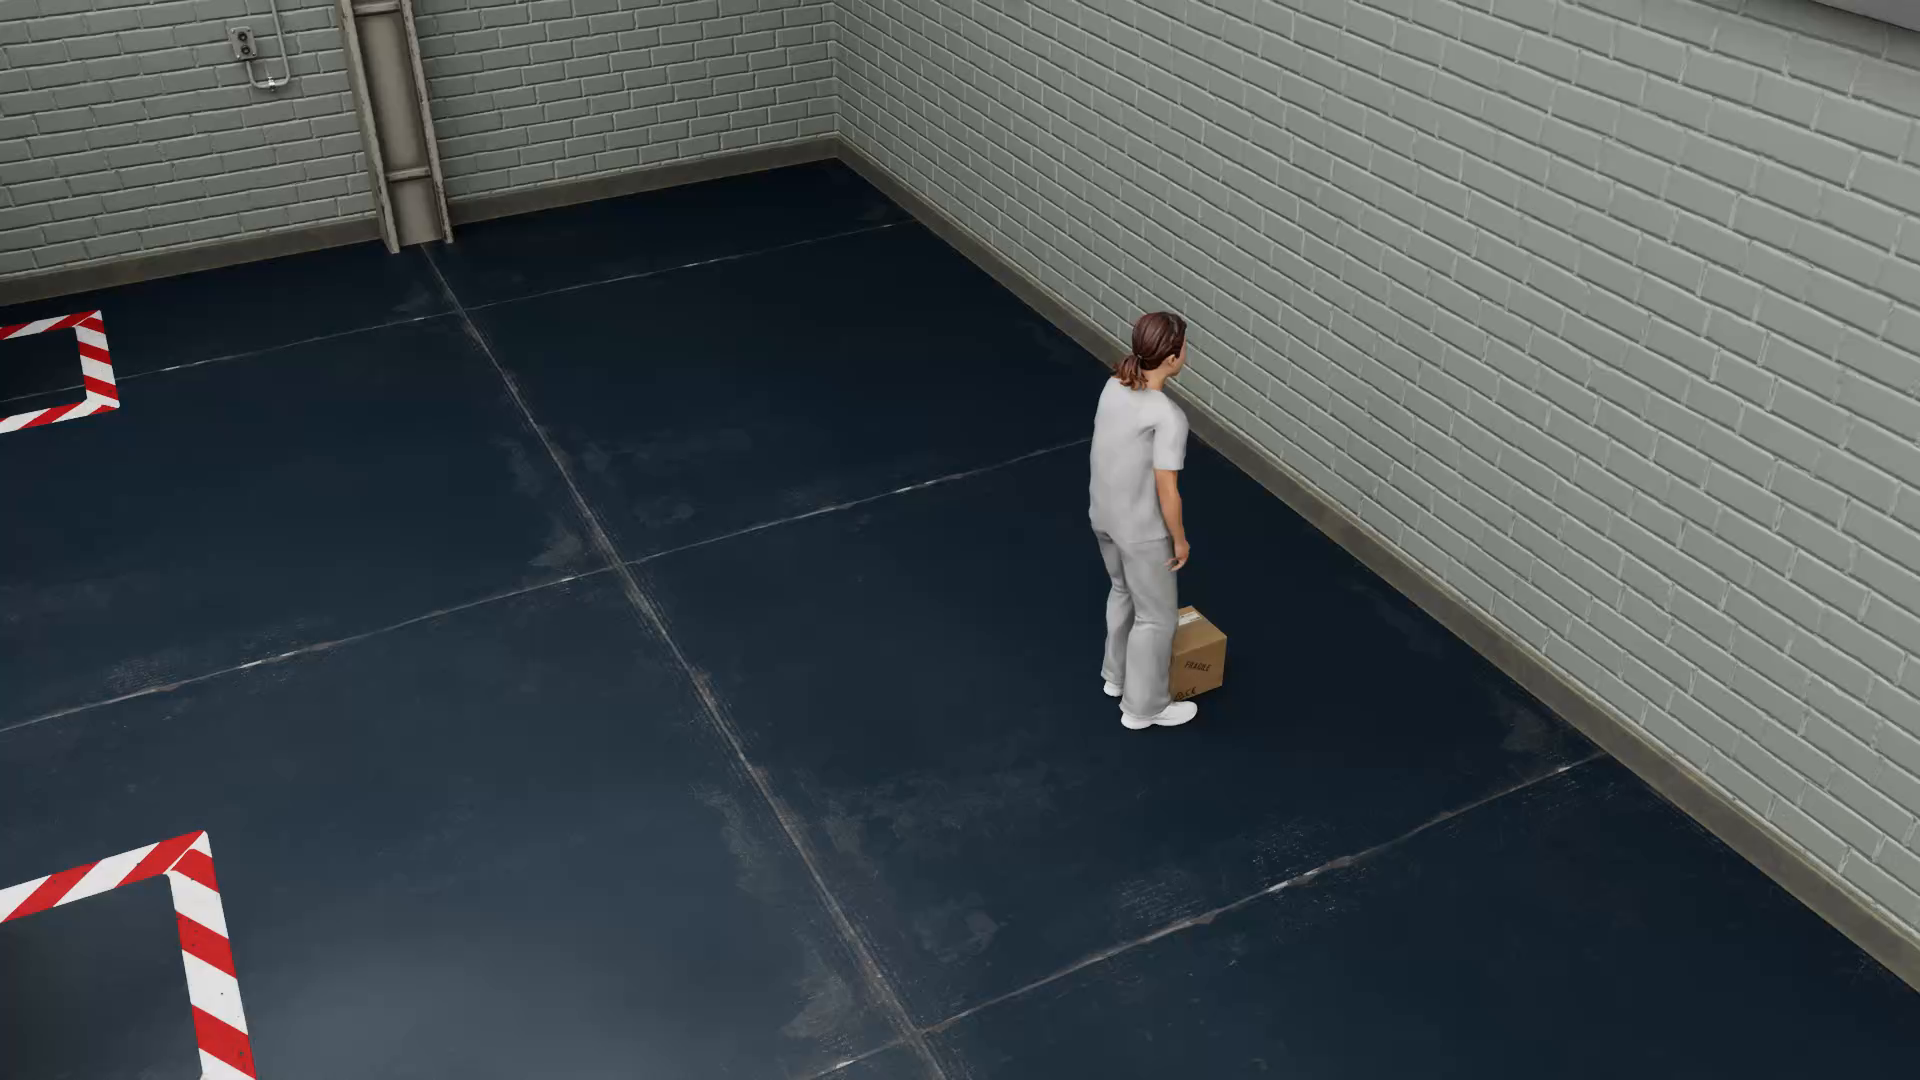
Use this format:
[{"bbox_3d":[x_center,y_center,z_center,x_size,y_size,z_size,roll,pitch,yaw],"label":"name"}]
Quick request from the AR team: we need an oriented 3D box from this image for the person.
[{"bbox_3d":[0.703,-0.075,6.256,0.415,1.671,0.514,-18,37,-26],"label":"person"}]
